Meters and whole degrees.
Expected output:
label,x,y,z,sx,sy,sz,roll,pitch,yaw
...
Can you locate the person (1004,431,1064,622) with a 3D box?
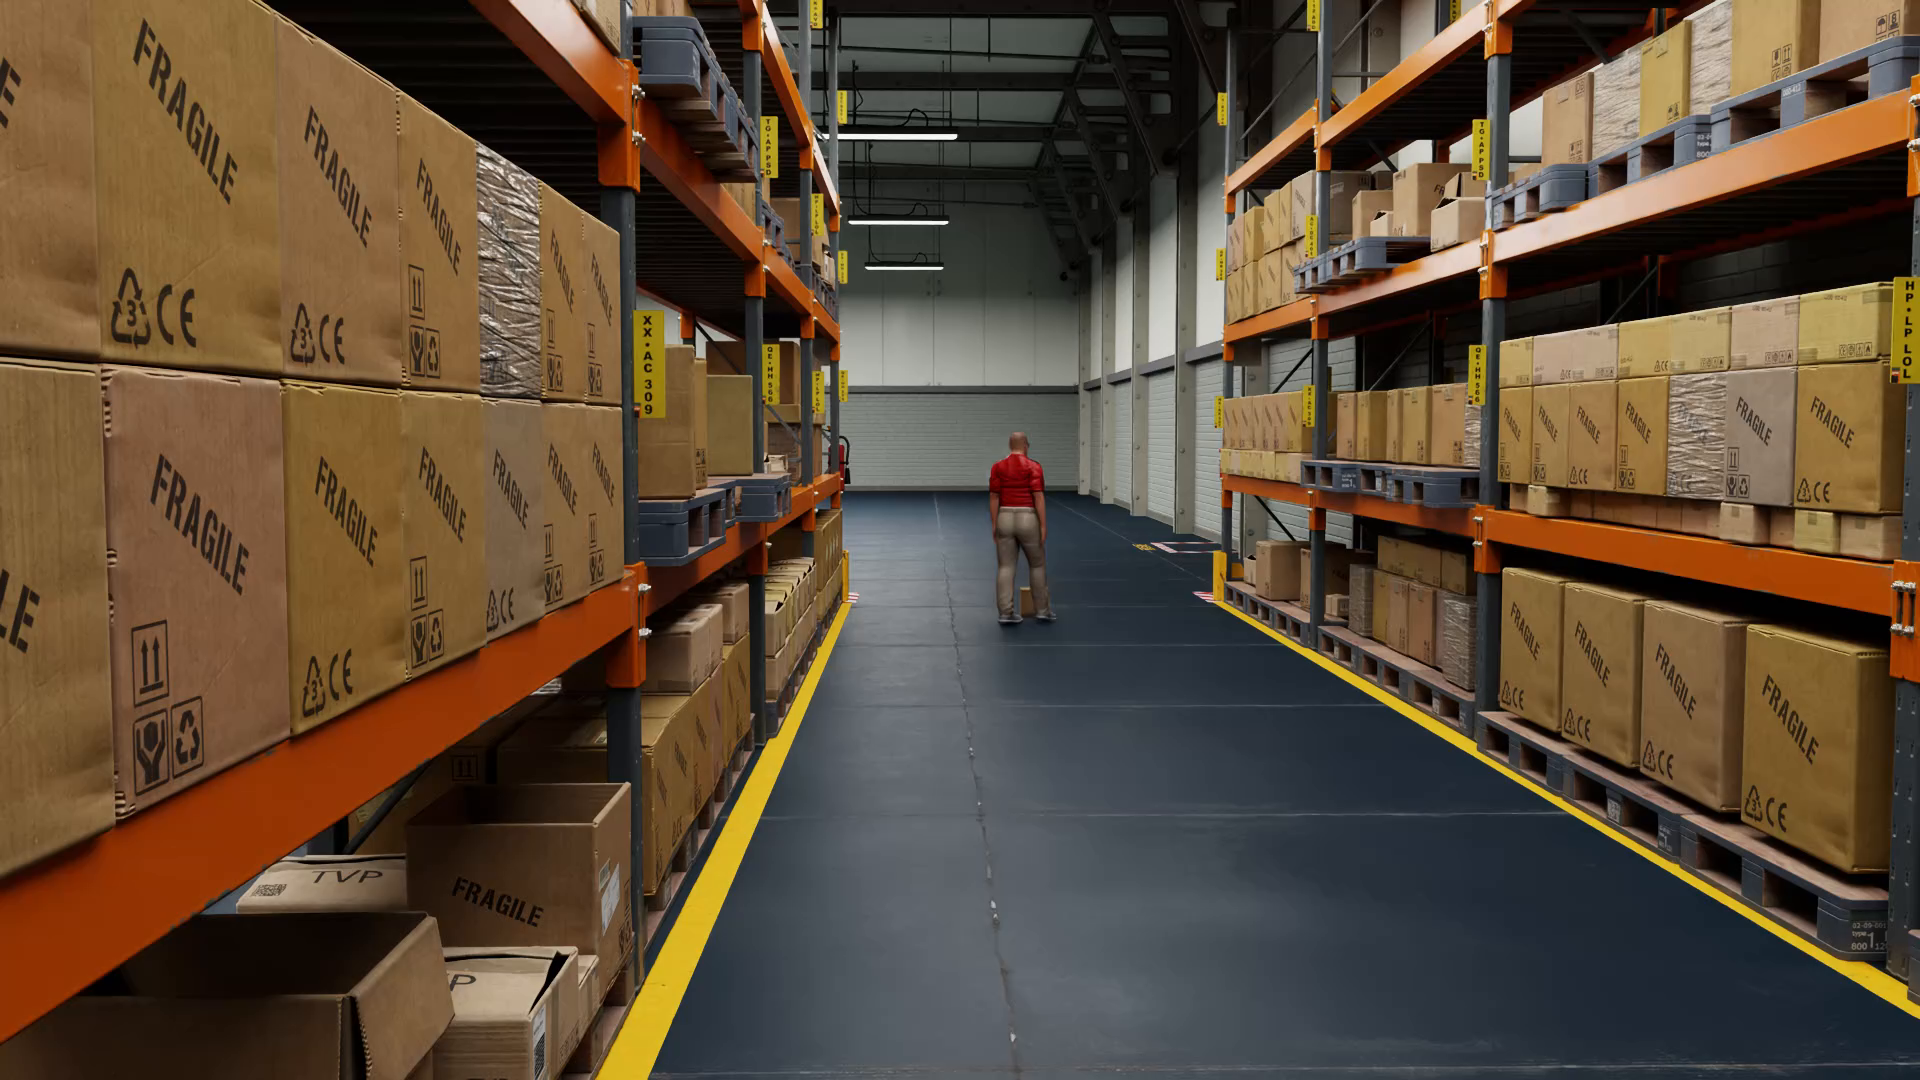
label,x,y,z,sx,sy,sz,roll,pitch,yaw
person,0.698,-0.124,15.172,0.537,1.730,0.634,2,4,22
